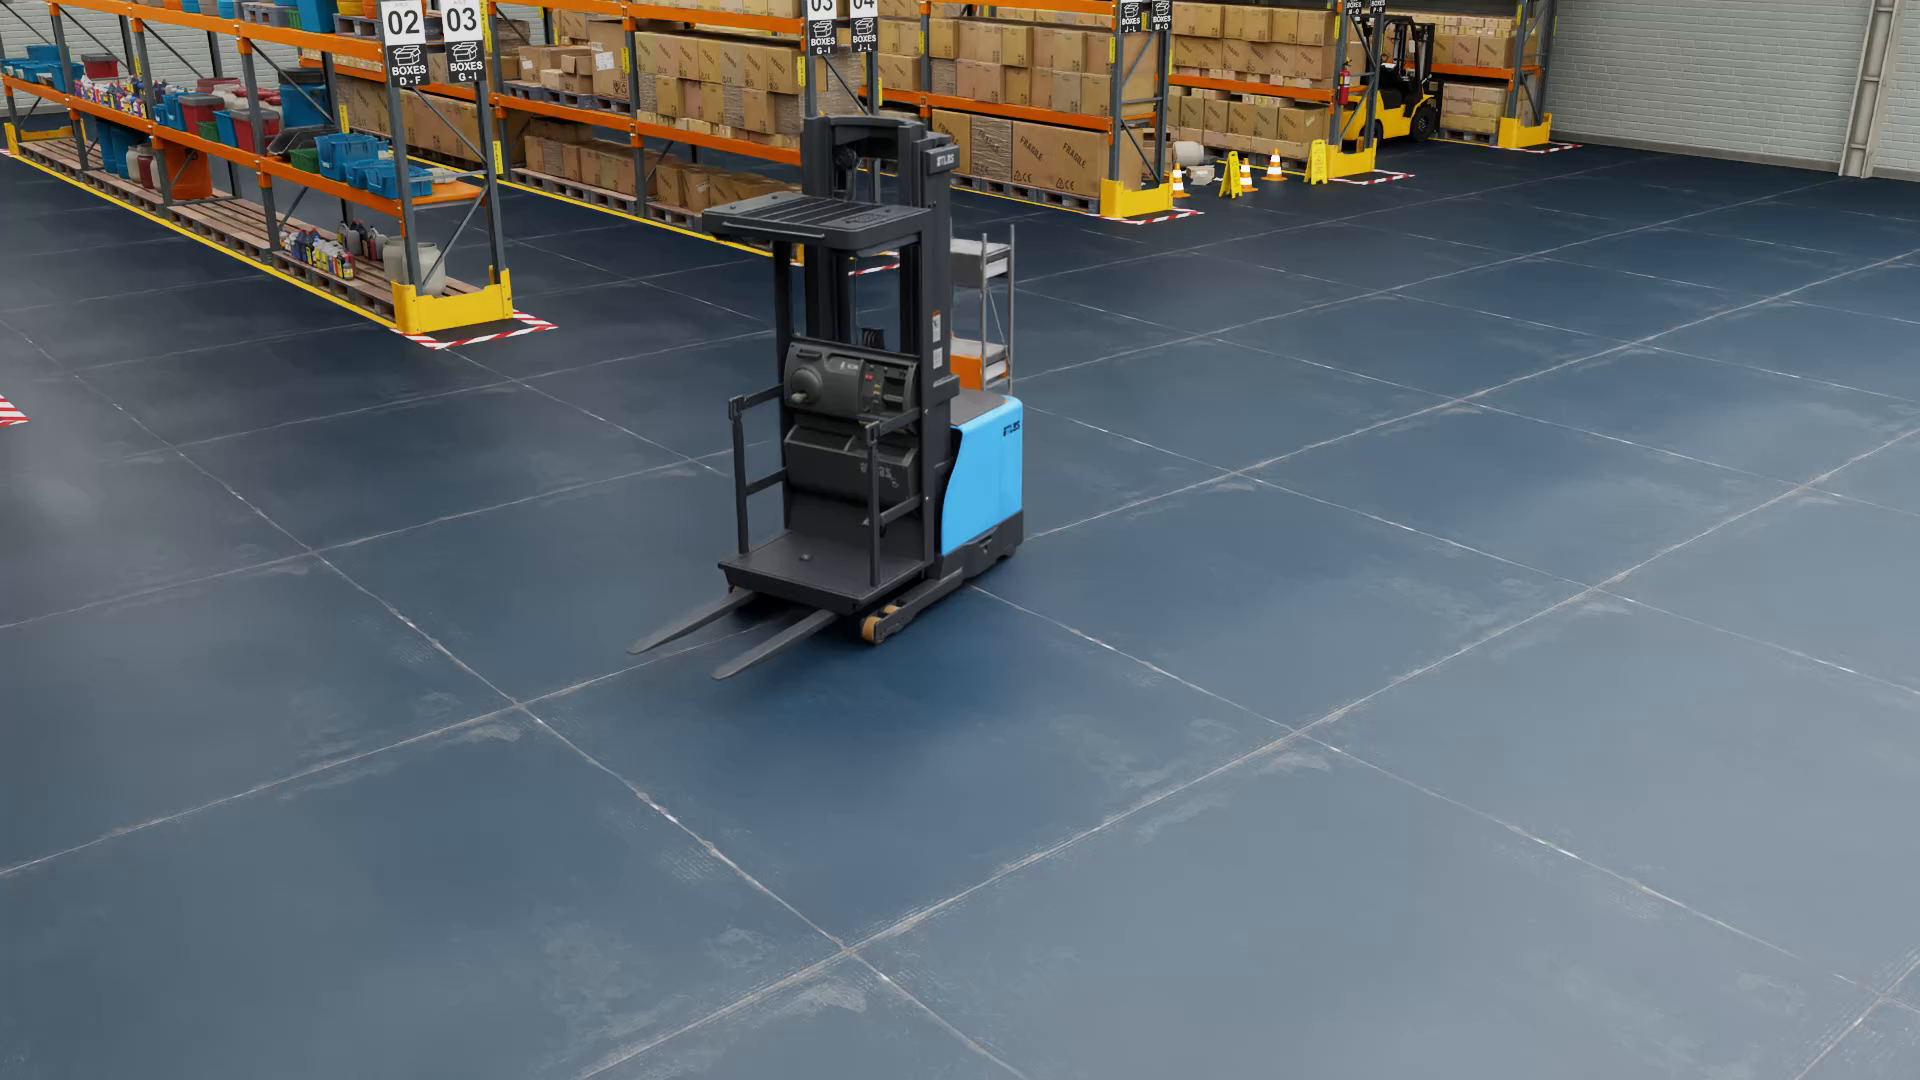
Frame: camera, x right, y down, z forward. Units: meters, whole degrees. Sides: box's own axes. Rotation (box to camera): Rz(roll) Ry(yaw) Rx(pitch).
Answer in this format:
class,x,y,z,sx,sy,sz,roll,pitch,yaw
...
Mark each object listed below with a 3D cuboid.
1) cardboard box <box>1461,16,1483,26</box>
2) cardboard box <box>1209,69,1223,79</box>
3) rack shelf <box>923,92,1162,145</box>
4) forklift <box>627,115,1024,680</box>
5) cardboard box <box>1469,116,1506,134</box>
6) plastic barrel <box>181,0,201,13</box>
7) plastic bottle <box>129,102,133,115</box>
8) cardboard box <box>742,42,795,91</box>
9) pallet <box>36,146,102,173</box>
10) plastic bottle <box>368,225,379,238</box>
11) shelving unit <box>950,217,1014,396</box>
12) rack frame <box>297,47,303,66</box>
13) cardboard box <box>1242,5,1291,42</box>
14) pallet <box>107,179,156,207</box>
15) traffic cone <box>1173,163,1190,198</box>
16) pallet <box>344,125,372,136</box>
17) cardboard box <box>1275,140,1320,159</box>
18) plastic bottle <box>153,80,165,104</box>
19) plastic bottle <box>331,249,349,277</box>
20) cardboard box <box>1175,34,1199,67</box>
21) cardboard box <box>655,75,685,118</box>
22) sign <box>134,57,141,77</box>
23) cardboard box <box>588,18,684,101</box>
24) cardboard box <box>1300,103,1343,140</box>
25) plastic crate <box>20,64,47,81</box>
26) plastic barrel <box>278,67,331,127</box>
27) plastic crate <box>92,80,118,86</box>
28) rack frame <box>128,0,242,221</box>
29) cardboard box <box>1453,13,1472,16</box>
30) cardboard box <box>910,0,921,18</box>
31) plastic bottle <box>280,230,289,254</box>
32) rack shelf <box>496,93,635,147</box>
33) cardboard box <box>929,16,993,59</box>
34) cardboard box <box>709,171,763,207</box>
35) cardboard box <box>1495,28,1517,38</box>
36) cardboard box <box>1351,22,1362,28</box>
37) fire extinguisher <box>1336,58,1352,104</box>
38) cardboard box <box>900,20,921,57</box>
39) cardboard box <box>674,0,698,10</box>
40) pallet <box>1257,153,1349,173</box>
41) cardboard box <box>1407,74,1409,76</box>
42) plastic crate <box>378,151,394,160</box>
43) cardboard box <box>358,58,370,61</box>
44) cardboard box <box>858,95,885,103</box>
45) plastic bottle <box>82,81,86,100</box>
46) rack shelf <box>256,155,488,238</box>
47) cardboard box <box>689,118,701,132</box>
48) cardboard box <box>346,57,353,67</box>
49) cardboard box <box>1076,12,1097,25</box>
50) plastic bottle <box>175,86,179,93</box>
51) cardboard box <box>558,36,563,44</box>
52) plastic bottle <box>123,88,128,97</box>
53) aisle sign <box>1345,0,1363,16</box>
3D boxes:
class,x,y,z,sx,sy,sz,roll,pitch,yaw
cardboard box,9.007,-9.105,29.183,0.380,0.149,0.250,-17,27,-37
cardboard box,4.304,-7.642,27.228,0.380,0.149,0.250,-17,27,-37
rack shelf,1.135,-6.185,24.148,1.077,0.370,4.000,-17,27,-37
forklift,-0.780,-0.938,9.860,1.130,2.935,3.031,13,25,30
cardboard box,9.337,-7.326,29.270,0.500,0.250,0.500,-17,27,-37
plastic barrel,-9.096,-6.821,19.985,0.600,0.901,0.708,-17,27,-37
plastic bottle,-11.347,-5.944,22.819,0.097,0.201,0.097,0,21,0
cardboard box,-2.260,-5.695,19.995,0.500,0.500,0.500,-17,27,-37
pallet,-14.278,-6.183,26.982,1.003,0.211,1.213,-17,27,-37
plastic bottle,-6.771,-3.460,19.234,0.144,0.351,0.185,-18,27,-38
shelving unit,0.044,-1.118,11.459,0.503,2.100,0.431,12,25,29
rack frame,-11.827,-9.235,30.949,1.000,3.000,0.127,-17,27,-37
cardboard box,4.890,-8.171,26.317,0.700,0.500,0.500,-18,28,-38
pallet,-11.695,-5.092,24.195,1.003,0.211,1.213,-17,27,-37
traffic cone,3.170,-5.271,24.306,0.336,0.463,0.334,-17,27,-37
pallet,-10.454,-7.397,30.081,1.003,0.211,1.213,-17,27,-37
cardboard box,5.378,-6.255,26.534,0.500,0.250,0.500,-18,27,-38
plastic bottle,-11.429,-6.374,23.712,0.144,0.351,0.185,-17,27,-37
plastic bottle,-6.810,-3.051,18.292,0.152,0.276,0.135,-17,27,-37
cardboard box,3.935,-8.142,27.615,0.500,0.500,0.500,-18,27,-38
cardboard box,-3.447,-5.819,21.682,0.875,0.500,0.500,-17,27,-37
sign,-12.550,-7.210,25.399,0.100,0.325,0.005,-17,27,-37
cardboard box,-4.406,-6.647,22.944,1.000,1.000,1.000,-17,27,-37
cardboard box,5.792,-6.733,26.727,0.500,0.500,0.500,-19,28,-39
plastic crate,-14.808,-7.495,26.655,0.416,0.233,0.300,-17,27,-37
plastic barrel,-7.769,-5.153,19.839,0.600,0.901,0.708,-17,27,-37
plastic crate,-13.164,-7.018,25.569,0.396,0.136,0.243,-17,27,-37
rack frame,-10.357,-5.845,22.295,1.000,3.000,0.127,-17,27,-37
cardboard box,9.059,-9.371,29.863,0.380,0.149,0.250,-18,28,-39
cardboard box,-0.618,-10.396,32.407,0.500,0.500,0.500,-18,28,-38
plastic bottle,-7.870,-3.482,19.400,0.097,0.271,0.097,0,21,0
rack shelf,-5.299,-6.137,24.026,1.077,0.370,4.000,-17,27,-37
cardboard box,0.044,-7.535,24.922,0.875,0.550,0.550,-17,27,-37
cardboard box,-2.919,-4.522,21.767,0.500,0.500,0.500,19,29,40
cardboard box,9.444,-8.734,28.643,0.380,0.149,0.250,-17,27,-37
cardboard box,7.451,-9.588,30.824,0.380,0.149,0.250,-17,27,-36
fire extinguisher,5.850,-6.996,25.339,0.296,0.674,0.183,-17,27,-37
cardboard box,-0.499,-7.720,25.574,0.700,0.500,0.500,-18,28,-38
cardboard box,-3.229,-6.776,20.764,0.500,0.250,0.500,-19,28,-39
pallet,5.572,-6.129,26.842,1.003,0.211,1.213,-17,27,-37
cardboard box,8.401,-8.473,30.827,0.500,0.250,0.500,-17,27,-37
plastic crate,-6.494,-4.229,18.530,0.530,0.136,0.437,-17,27,-37
cardboard box,-10.043,-8.400,28.616,0.500,0.250,0.500,-16,27,-36
cardboard box,-1.879,-6.895,27.484,1.050,0.750,0.750,-17,27,-37
plastic bottle,-12.812,-6.596,24.389,0.097,0.271,0.097,0,21,0
rack shelf,-6.441,-3.853,18.194,1.077,0.370,4.000,-17,27,-37
cardboard box,-3.247,-5.332,21.329,0.380,0.149,0.250,-17,27,-37
cardboard box,-10.502,-8.374,29.095,0.380,0.149,0.250,-18,28,-38
cardboard box,2.381,-9.013,29.261,0.500,0.500,0.500,-16,27,-36
plastic bottle,-11.114,-6.318,23.661,0.061,0.283,0.133,-17,27,-37
cardboard box,-7.843,-10.043,33.356,0.380,0.149,0.250,-16,27,-36
plastic bottle,-11.702,-6.202,23.367,0.061,0.283,0.133,-17,27,-37
aisle sign,5.945,-8.298,24.992,0.394,0.787,0.004,-17,27,-37
